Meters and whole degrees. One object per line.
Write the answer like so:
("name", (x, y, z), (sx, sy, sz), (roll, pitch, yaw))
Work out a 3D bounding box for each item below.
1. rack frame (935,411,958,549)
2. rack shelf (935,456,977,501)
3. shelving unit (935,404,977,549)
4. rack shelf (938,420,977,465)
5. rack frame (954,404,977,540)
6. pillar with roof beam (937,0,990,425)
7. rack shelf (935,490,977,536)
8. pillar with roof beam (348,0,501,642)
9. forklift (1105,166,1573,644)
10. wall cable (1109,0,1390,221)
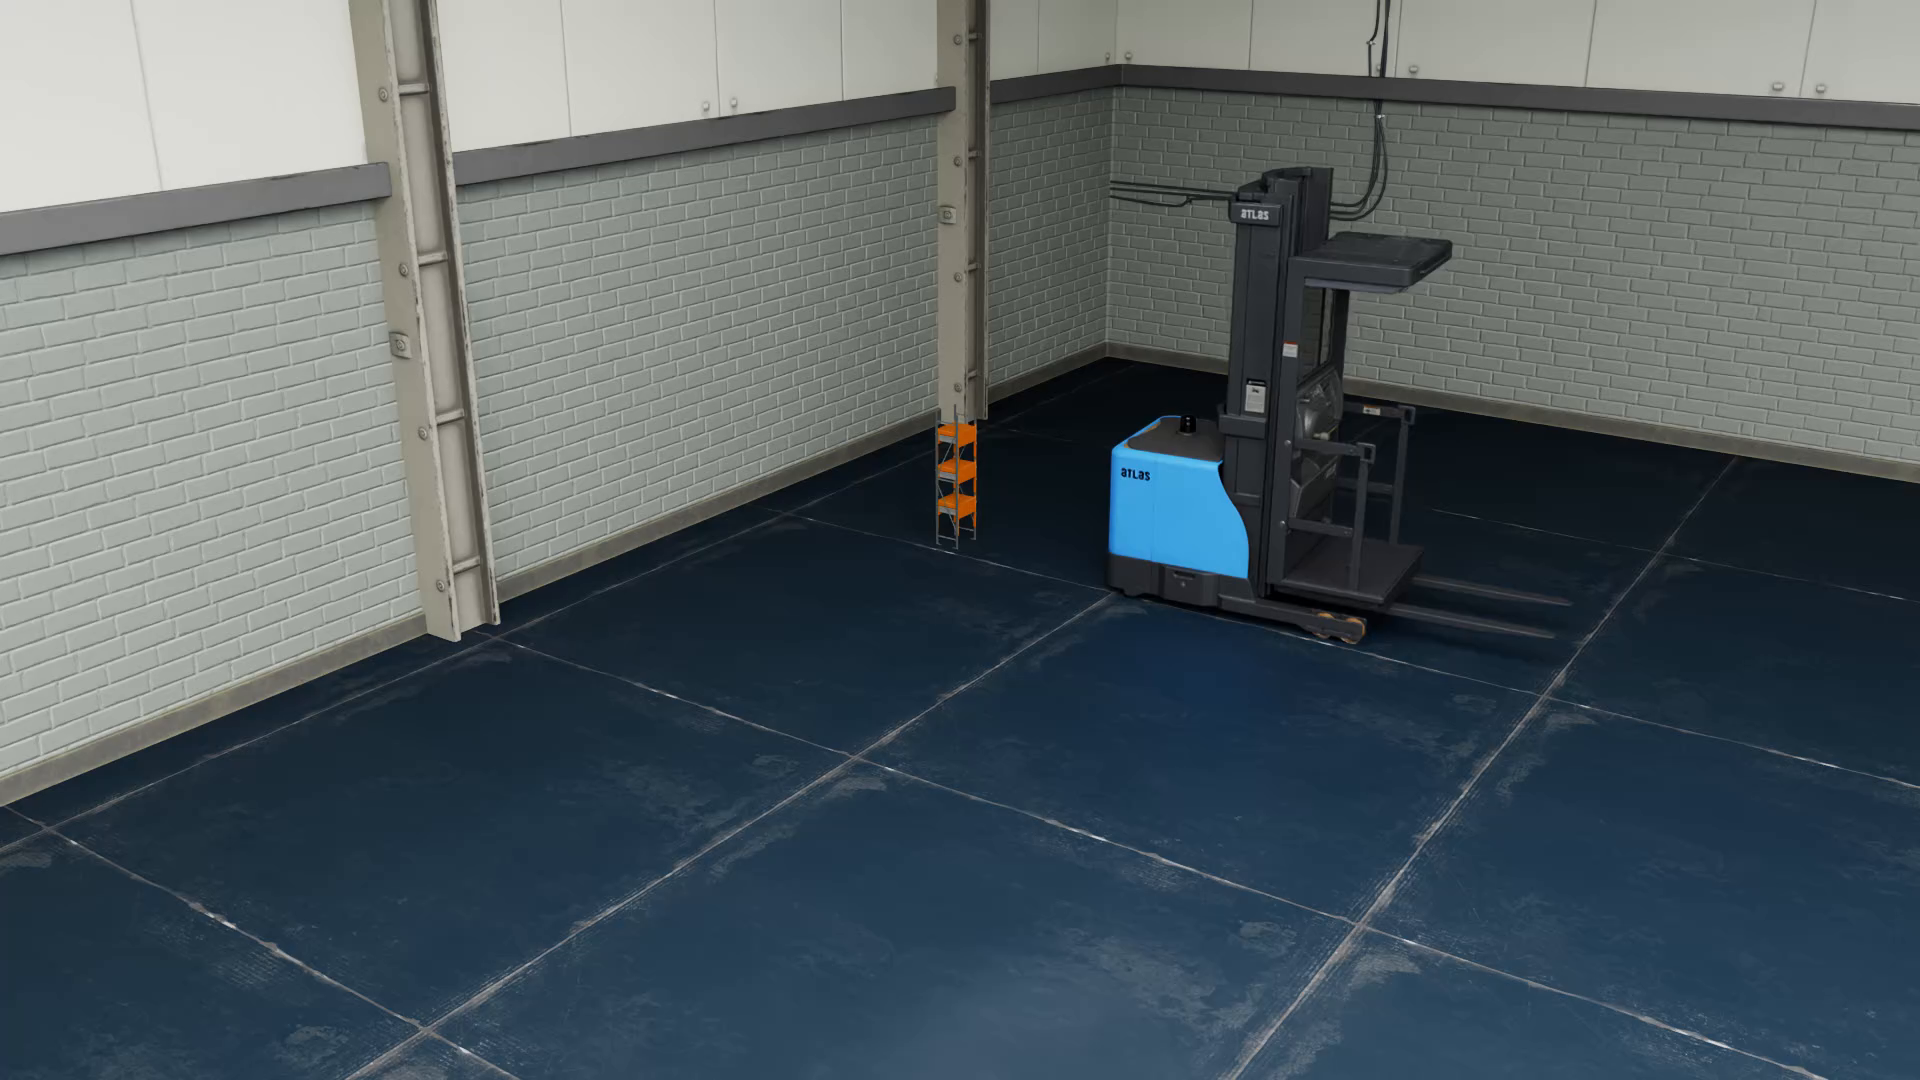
("rack frame", (-0.099, -0.442, 12.447), (0.200, 1.050, 0.008), (13, 24, 32))
("rack shelf", (-0.030, -0.467, 12.545), (0.215, 0.259, 0.240), (13, 24, 32))
("shelving unit", (-0.030, -0.477, 12.541), (0.215, 1.050, 0.252), (13, 24, 32))
("rack shelf", (-0.030, -0.733, 12.446), (0.215, 0.259, 0.240), (13, 24, 32))
("rack frame", (0.039, -0.512, 12.636), (0.200, 1.050, 0.008), (13, 24, 32))
("pillar with roof beam", (3.592, -4.517, 12.004), (9.100, 9.000, 0.400), (13, 24, 32))
("rack shelf", (-0.030, -0.206, 12.641), (0.215, 0.259, 0.240), (13, 24, 32))
("pillar with roof beam", (0.219, -2.795, 7.350), (9.100, 9.000, 0.400), (13, 24, 32))
("forklift", (2.568, -0.903, 10.982), (3.031, 2.935, 1.130), (11, 23, 27))
("wall cable", (2.781, -4.487, 16.401), (3.097, 2.526, 0.112), (13, 24, 32))
